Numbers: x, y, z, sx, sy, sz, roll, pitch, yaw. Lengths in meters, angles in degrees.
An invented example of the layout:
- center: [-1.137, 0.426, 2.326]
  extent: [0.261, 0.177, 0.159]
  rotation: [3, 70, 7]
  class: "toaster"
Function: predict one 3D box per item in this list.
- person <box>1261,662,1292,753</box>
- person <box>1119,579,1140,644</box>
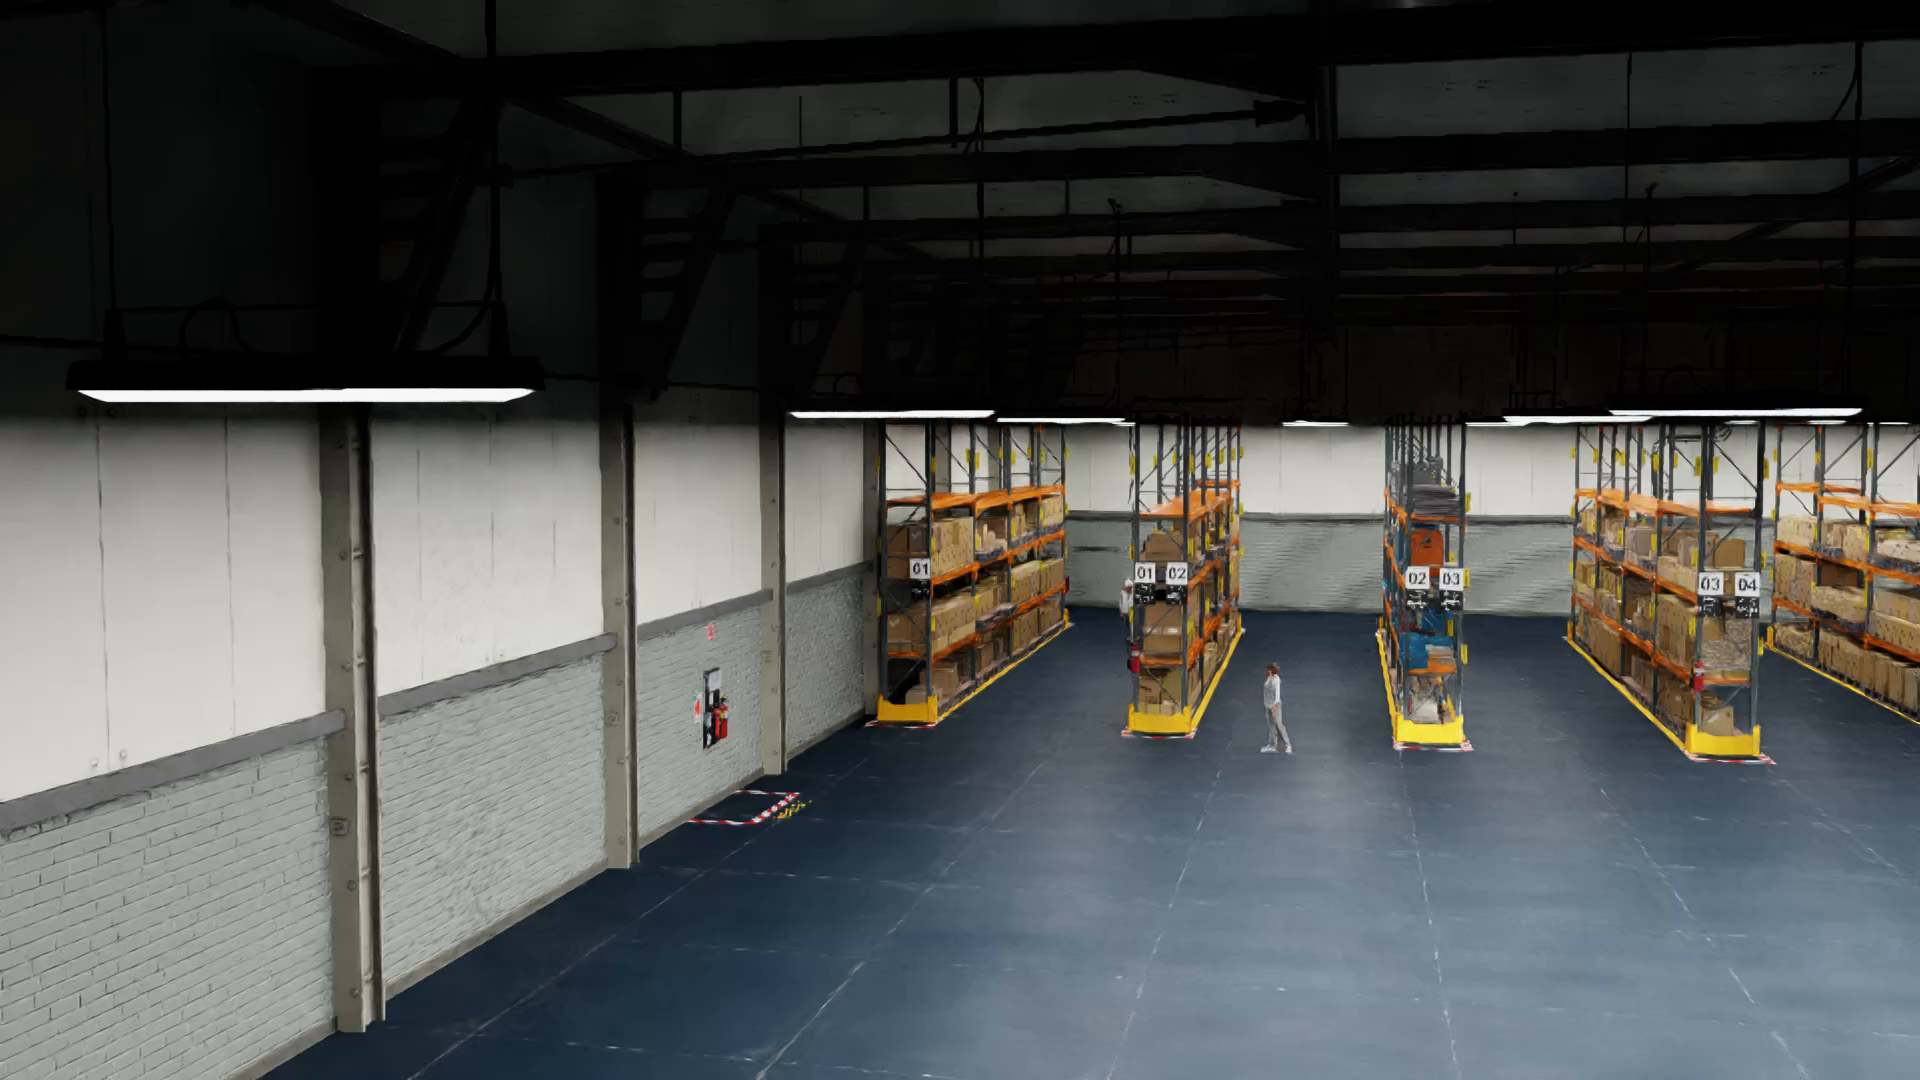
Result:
- center: [5.602, 2.951, 29.330]
  extent: [0.437, 1.594, 0.602]
  rotation: [-1, 4, -14]
  class: "person"
- center: [4.476, 1.881, 44.127]
  extent: [0.543, 1.698, 1.115]
  rotation: [1, 4, 15]
  class: "person"
